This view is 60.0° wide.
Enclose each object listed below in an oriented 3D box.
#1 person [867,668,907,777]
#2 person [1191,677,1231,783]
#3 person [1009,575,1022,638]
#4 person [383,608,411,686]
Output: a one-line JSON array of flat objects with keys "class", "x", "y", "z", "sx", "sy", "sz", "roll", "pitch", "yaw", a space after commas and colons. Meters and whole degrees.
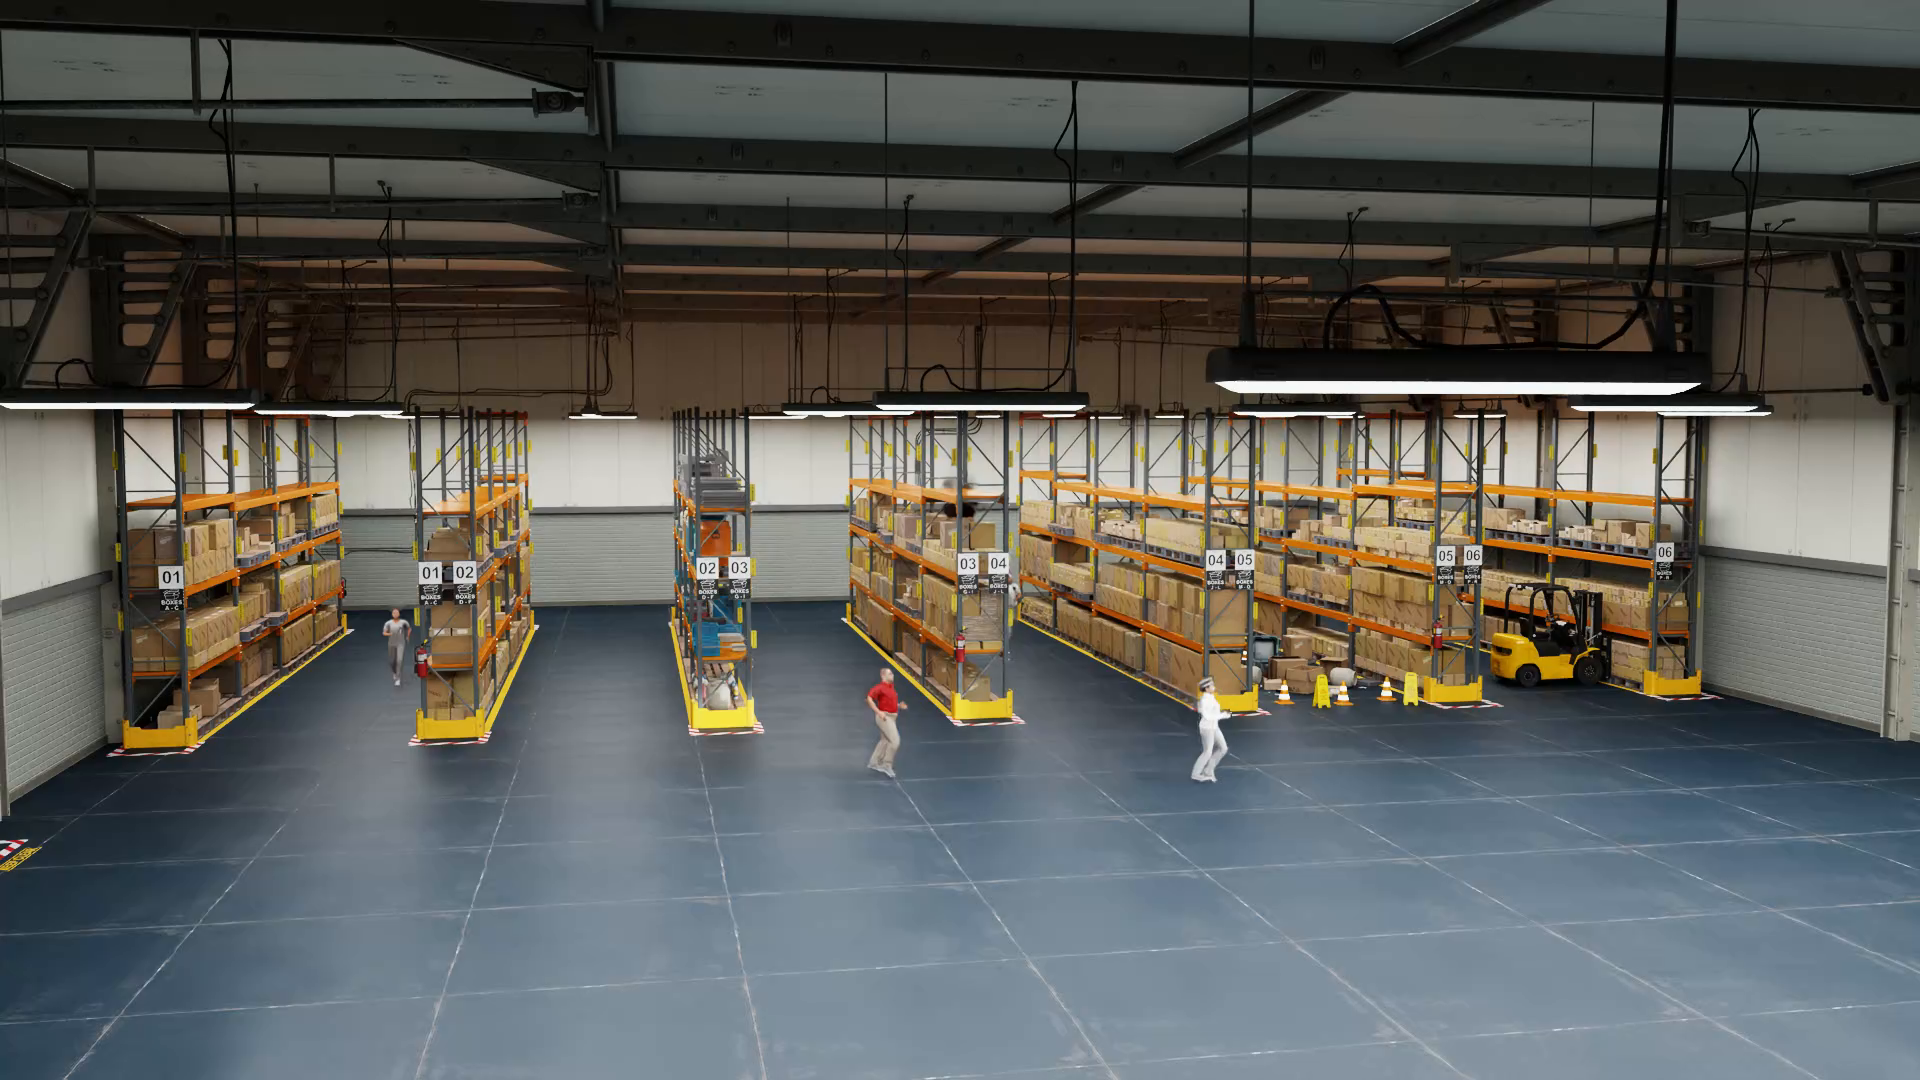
[{"class": "person", "x": -1.190, "y": 2.974, "z": 26.990, "sx": 0.671, "sy": 1.801, "sz": 0.650, "roll": 1, "pitch": 4, "yaw": 14}, {"class": "person", "x": 3.984, "y": 3.015, "z": 26.330, "sx": 0.638, "sy": 1.706, "sz": 0.594, "roll": 1, "pitch": 4, "yaw": 20}, {"class": "person", "x": 1.346, "y": 1.756, "z": 44.372, "sx": 0.600, "sy": 1.672, "sz": 0.794, "roll": 0, "pitch": 4, "yaw": -4}, {"class": "person", "x": -12.265, "y": 2.296, "z": 36.220, "sx": 0.569, "sy": 1.647, "sz": 0.963, "roll": -1, "pitch": 4, "yaw": -13}]
